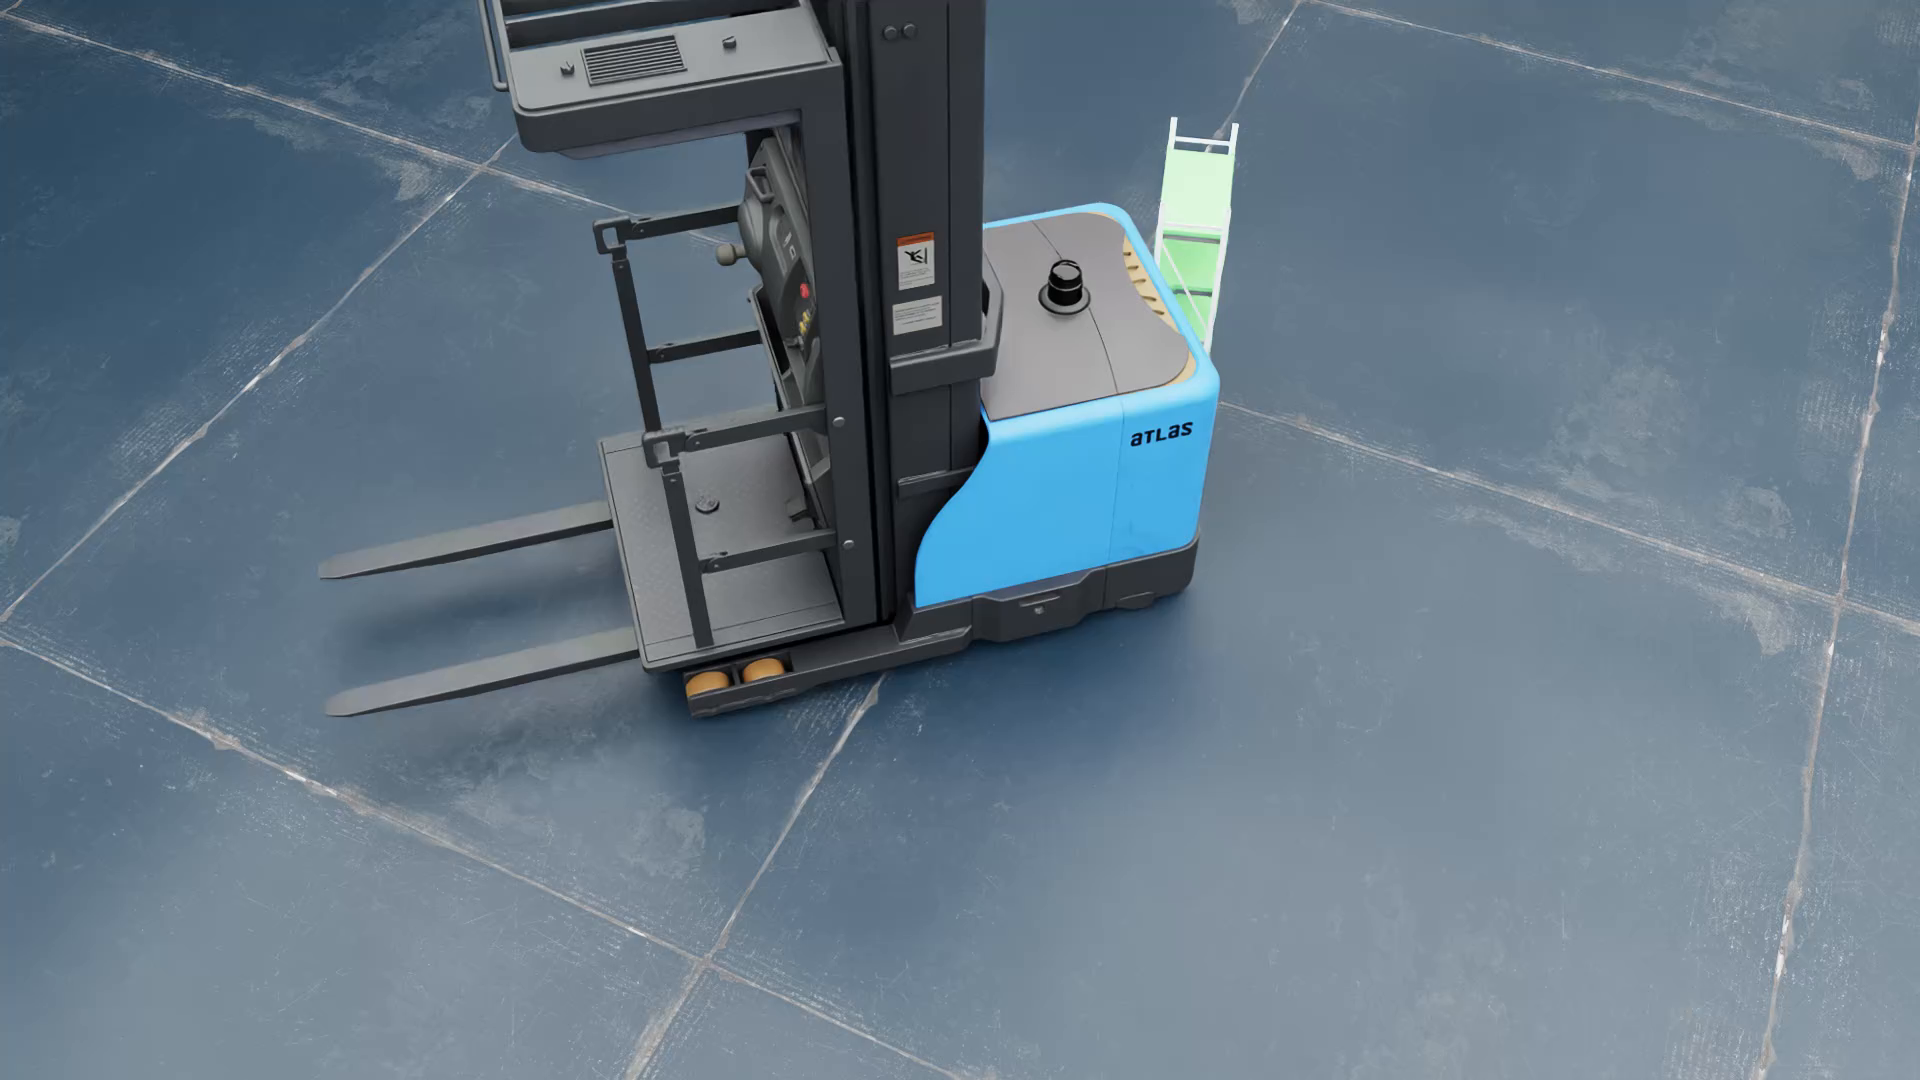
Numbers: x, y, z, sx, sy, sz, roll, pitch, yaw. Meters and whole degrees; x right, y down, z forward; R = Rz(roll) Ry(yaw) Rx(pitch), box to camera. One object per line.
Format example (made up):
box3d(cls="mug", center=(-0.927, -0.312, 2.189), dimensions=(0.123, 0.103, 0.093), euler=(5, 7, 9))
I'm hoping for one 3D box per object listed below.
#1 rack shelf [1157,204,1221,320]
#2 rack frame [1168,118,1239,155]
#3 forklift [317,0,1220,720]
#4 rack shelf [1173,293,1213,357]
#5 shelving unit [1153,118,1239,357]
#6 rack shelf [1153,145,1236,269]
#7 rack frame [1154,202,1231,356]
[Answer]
box3d(cls="rack shelf", center=(0.837, -1.037, 6.113), dimensions=(0.258, 0.148, 0.480), euler=(7, 50, 6))
box3d(cls="rack frame", center=(0.875, -1.106, 6.403), dimensions=(0.240, 1.200, 0.015), euler=(7, 50, 6))
box3d(cls="forklift", center=(-0.727, -0.795, 5.002), dimensions=(3.031, 2.935, 1.130), euler=(-13, 51, -10))
box3d(cls="rack shelf", center=(0.837, -0.881, 6.296), dimensions=(0.258, 0.148, 0.480), euler=(7, 50, 6))
box3d(cls="shelving unit", center=(0.837, -0.923, 6.247), dimensions=(0.258, 1.200, 0.503), euler=(7, 50, 6))
box3d(cls="rack shelf", center=(0.837, -1.192, 5.930), dimensions=(0.258, 0.148, 0.480), euler=(7, 50, 6))
box3d(cls="rack frame", center=(0.798, -0.739, 6.091), dimensions=(0.240, 1.200, 0.015), euler=(7, 50, 6))
